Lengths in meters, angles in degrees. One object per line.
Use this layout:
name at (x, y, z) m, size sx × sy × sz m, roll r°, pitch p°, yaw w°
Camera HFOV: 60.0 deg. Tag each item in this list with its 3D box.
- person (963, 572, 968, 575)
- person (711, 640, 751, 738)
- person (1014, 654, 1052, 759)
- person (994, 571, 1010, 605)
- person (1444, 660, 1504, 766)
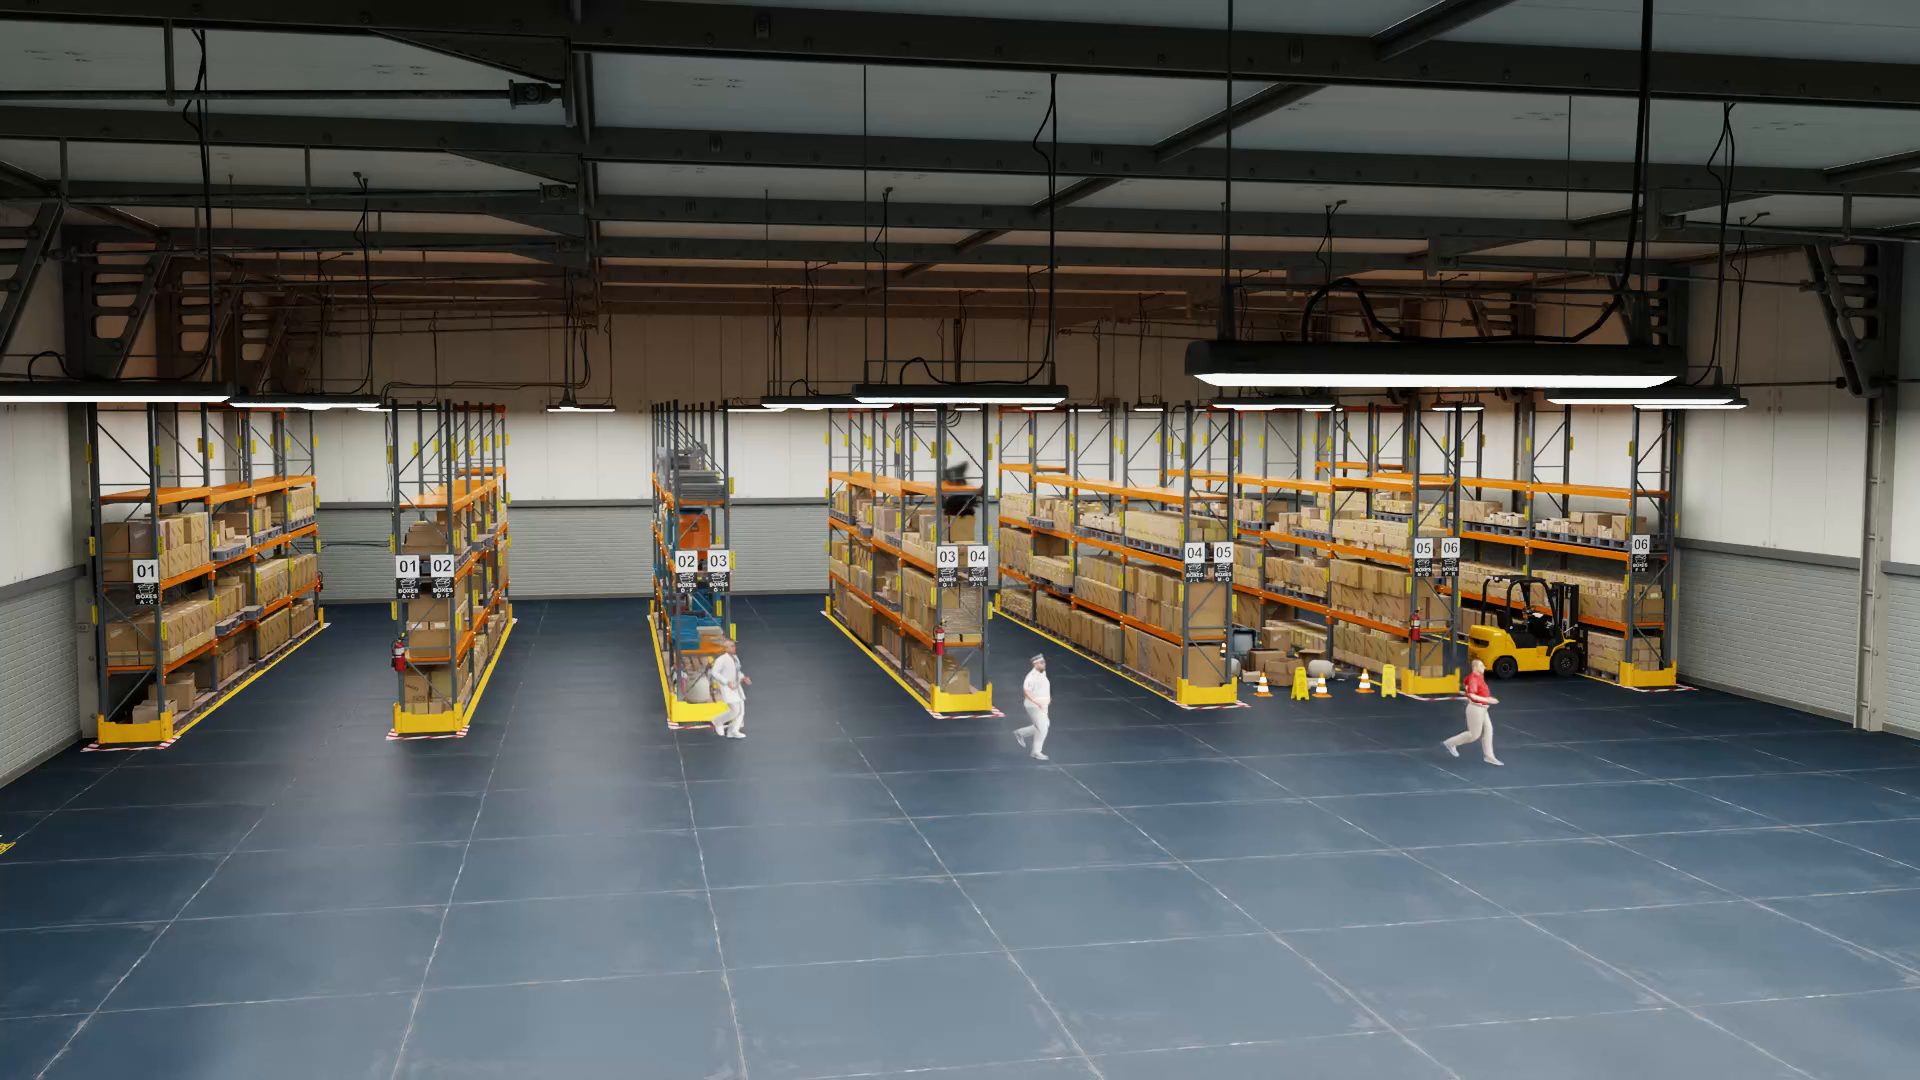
person at (-0.138, 1.250, 48.916) m, size 0.485 × 1.596 × 0.597 m, roll -4°, pitch 6°, yaw -39°
person at (-4.084, 2.638, 29.414) m, size 0.653 × 1.737 × 0.740 m, roll 2°, pitch 5°, yaw 24°
person at (1.202, 2.763, 27.805) m, size 0.667 × 1.770 × 0.669 m, roll 2°, pitch 5°, yaw 24°
person at (1.420, 1.130, 49.971) m, size 0.783 × 1.681 × 0.633 m, roll -2°, pitch 5°, yaw -21°
person at (8.435, 2.819, 27.243) m, size 0.944 × 1.737 × 0.664 m, roll 2°, pitch 5°, yaw 24°
